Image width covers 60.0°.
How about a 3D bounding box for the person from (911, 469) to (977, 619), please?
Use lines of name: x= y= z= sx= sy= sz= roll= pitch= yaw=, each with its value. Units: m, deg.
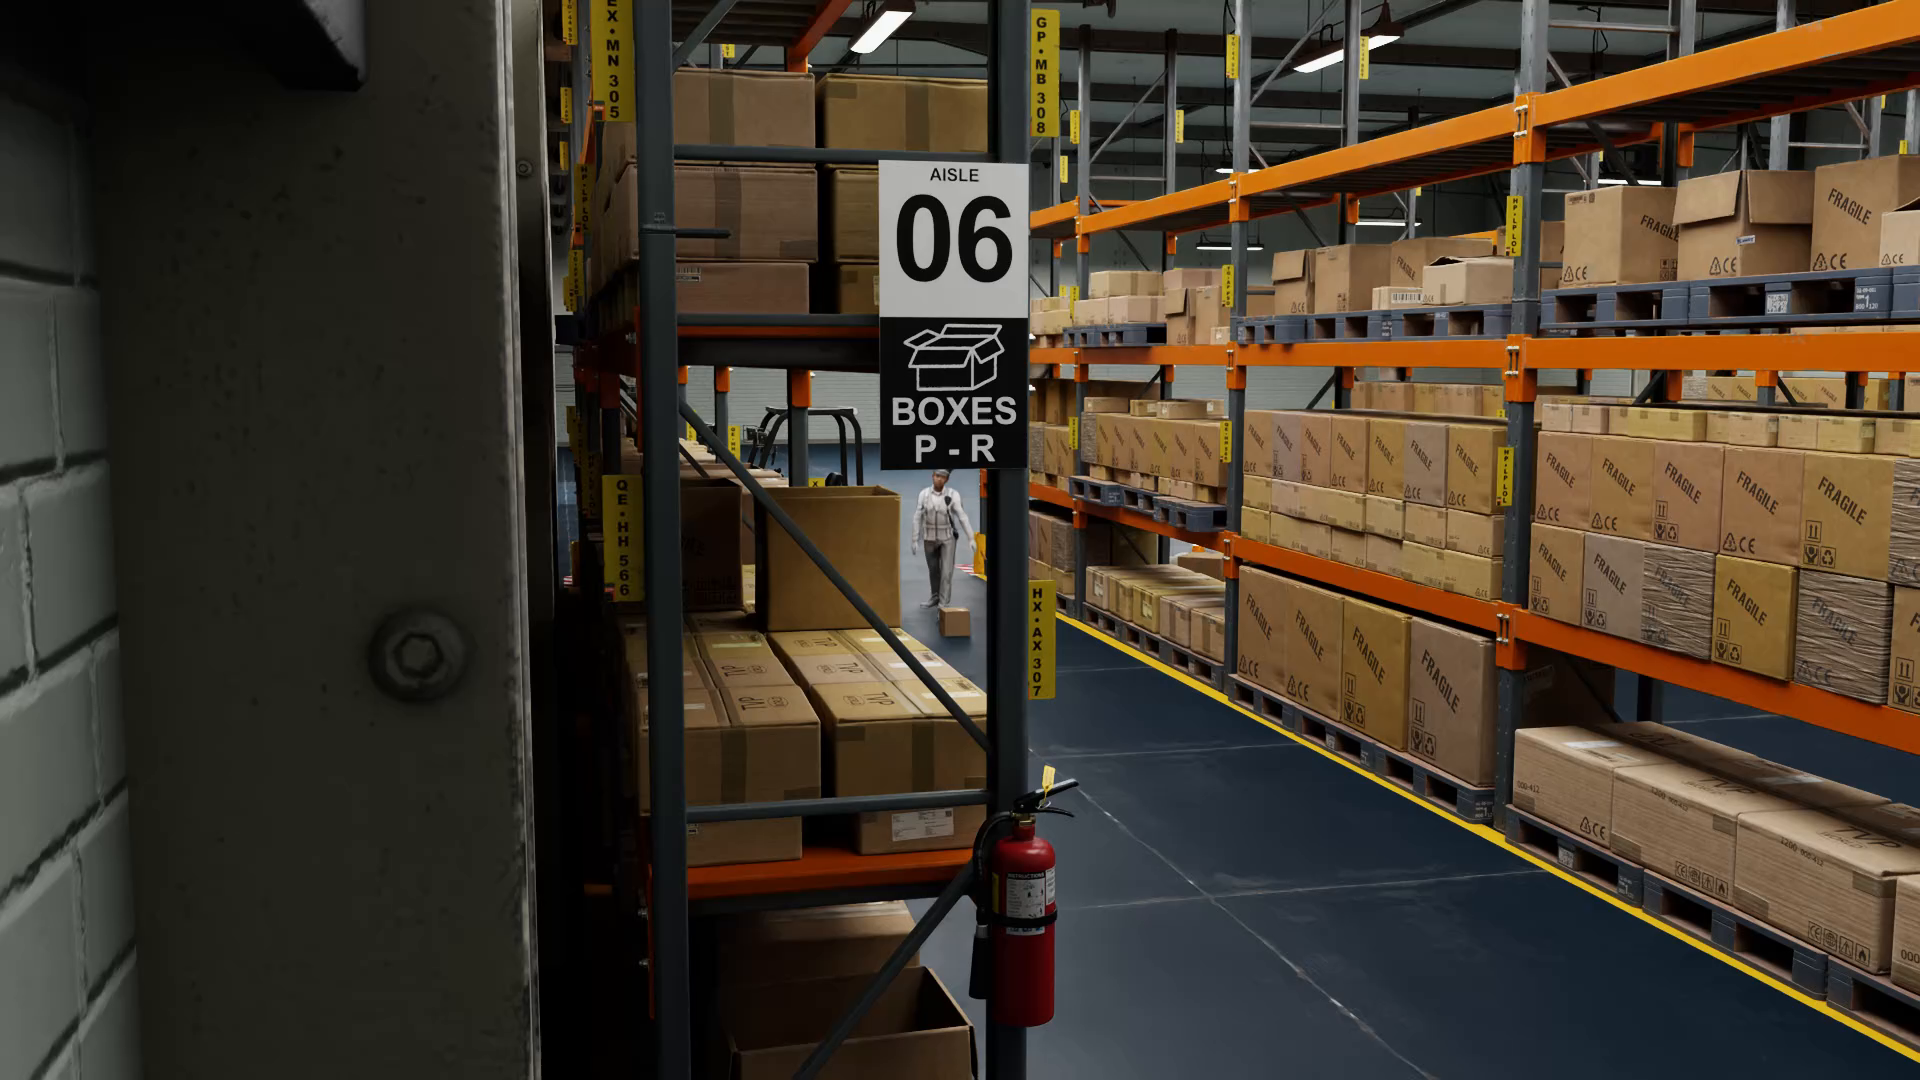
person: x=-0.182 y=-0.010 z=17.288 sx=0.670 sy=1.611 sz=1.019 roll=1 pitch=6 yaw=13
